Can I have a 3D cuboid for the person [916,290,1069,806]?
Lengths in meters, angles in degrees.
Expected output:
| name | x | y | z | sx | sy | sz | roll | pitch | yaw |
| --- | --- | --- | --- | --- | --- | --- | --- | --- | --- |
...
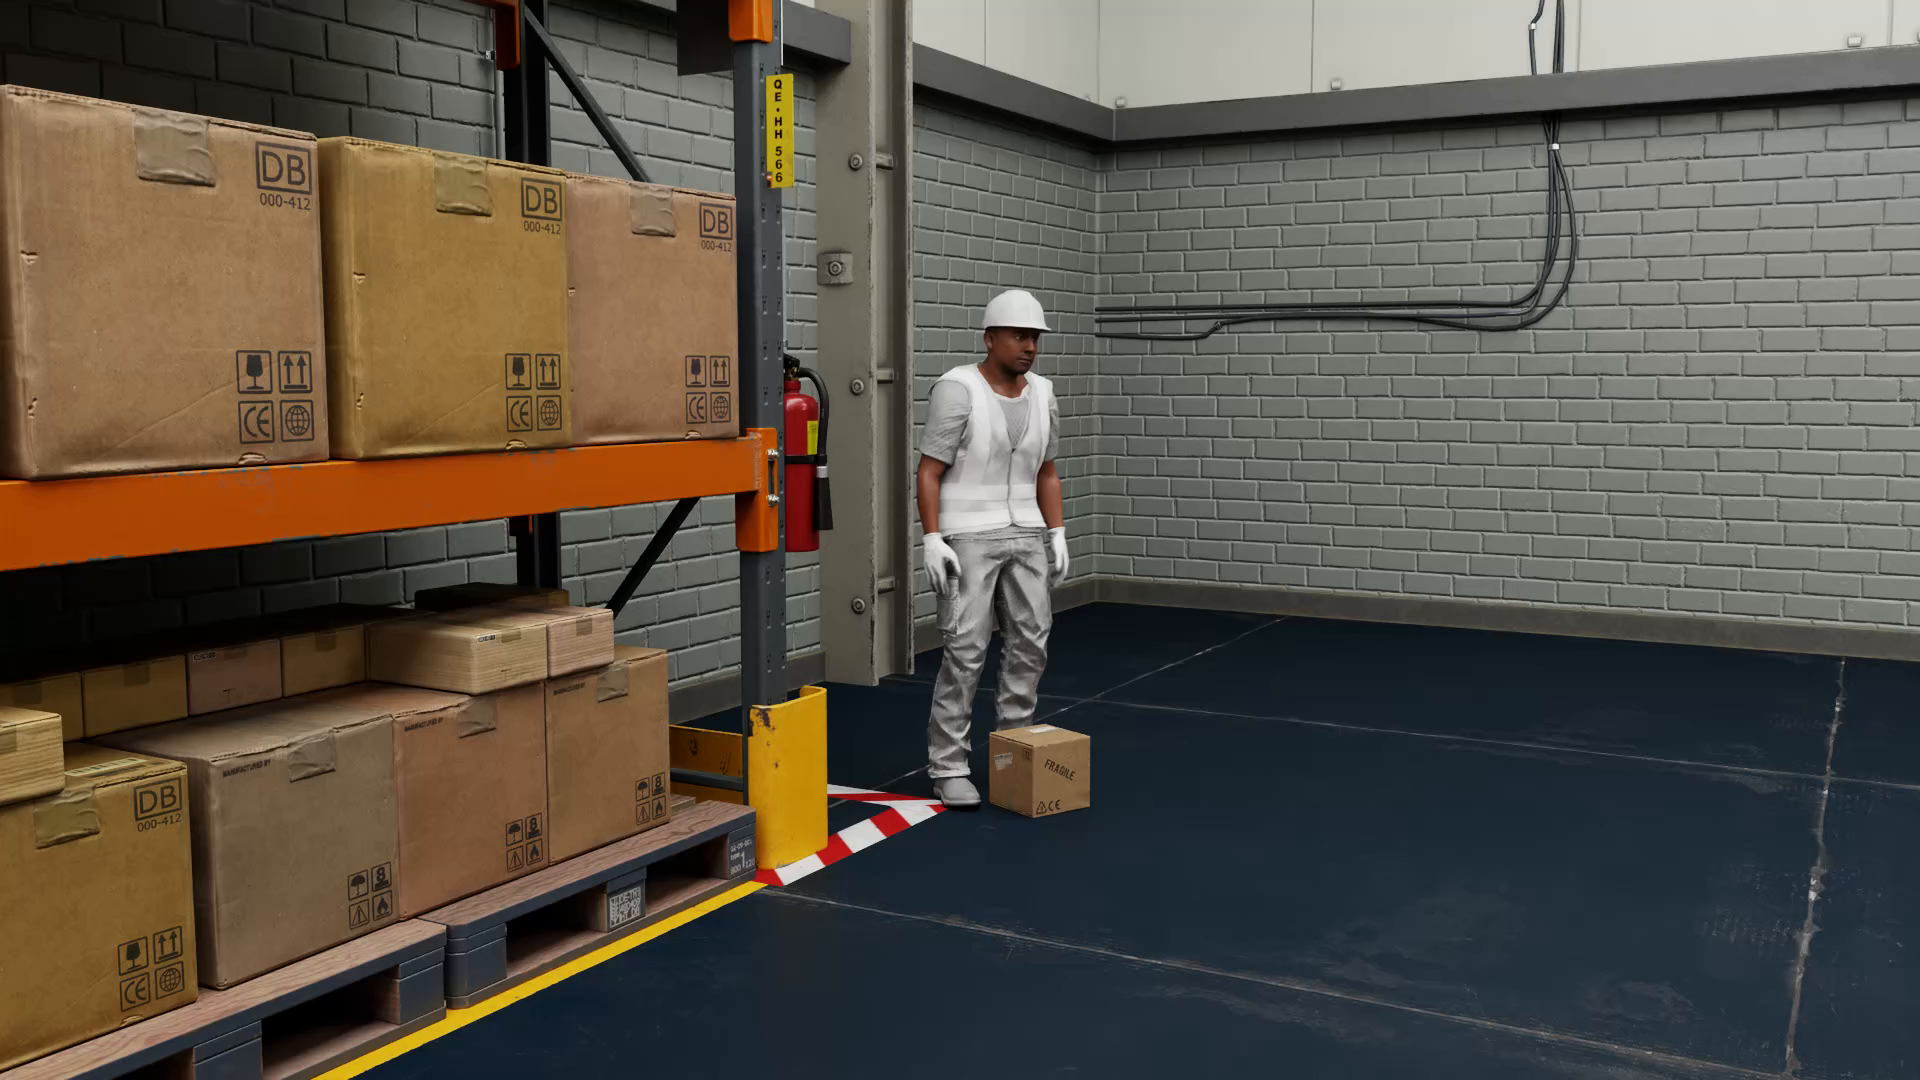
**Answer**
| name | x | y | z | sx | sy | sz | roll | pitch | yaw |
| --- | --- | --- | --- | --- | --- | --- | --- | --- | --- |
| person | 0.126 | 0.019 | 5.846 | 0.614 | 1.773 | 0.449 | -4 | 7 | -35 |
